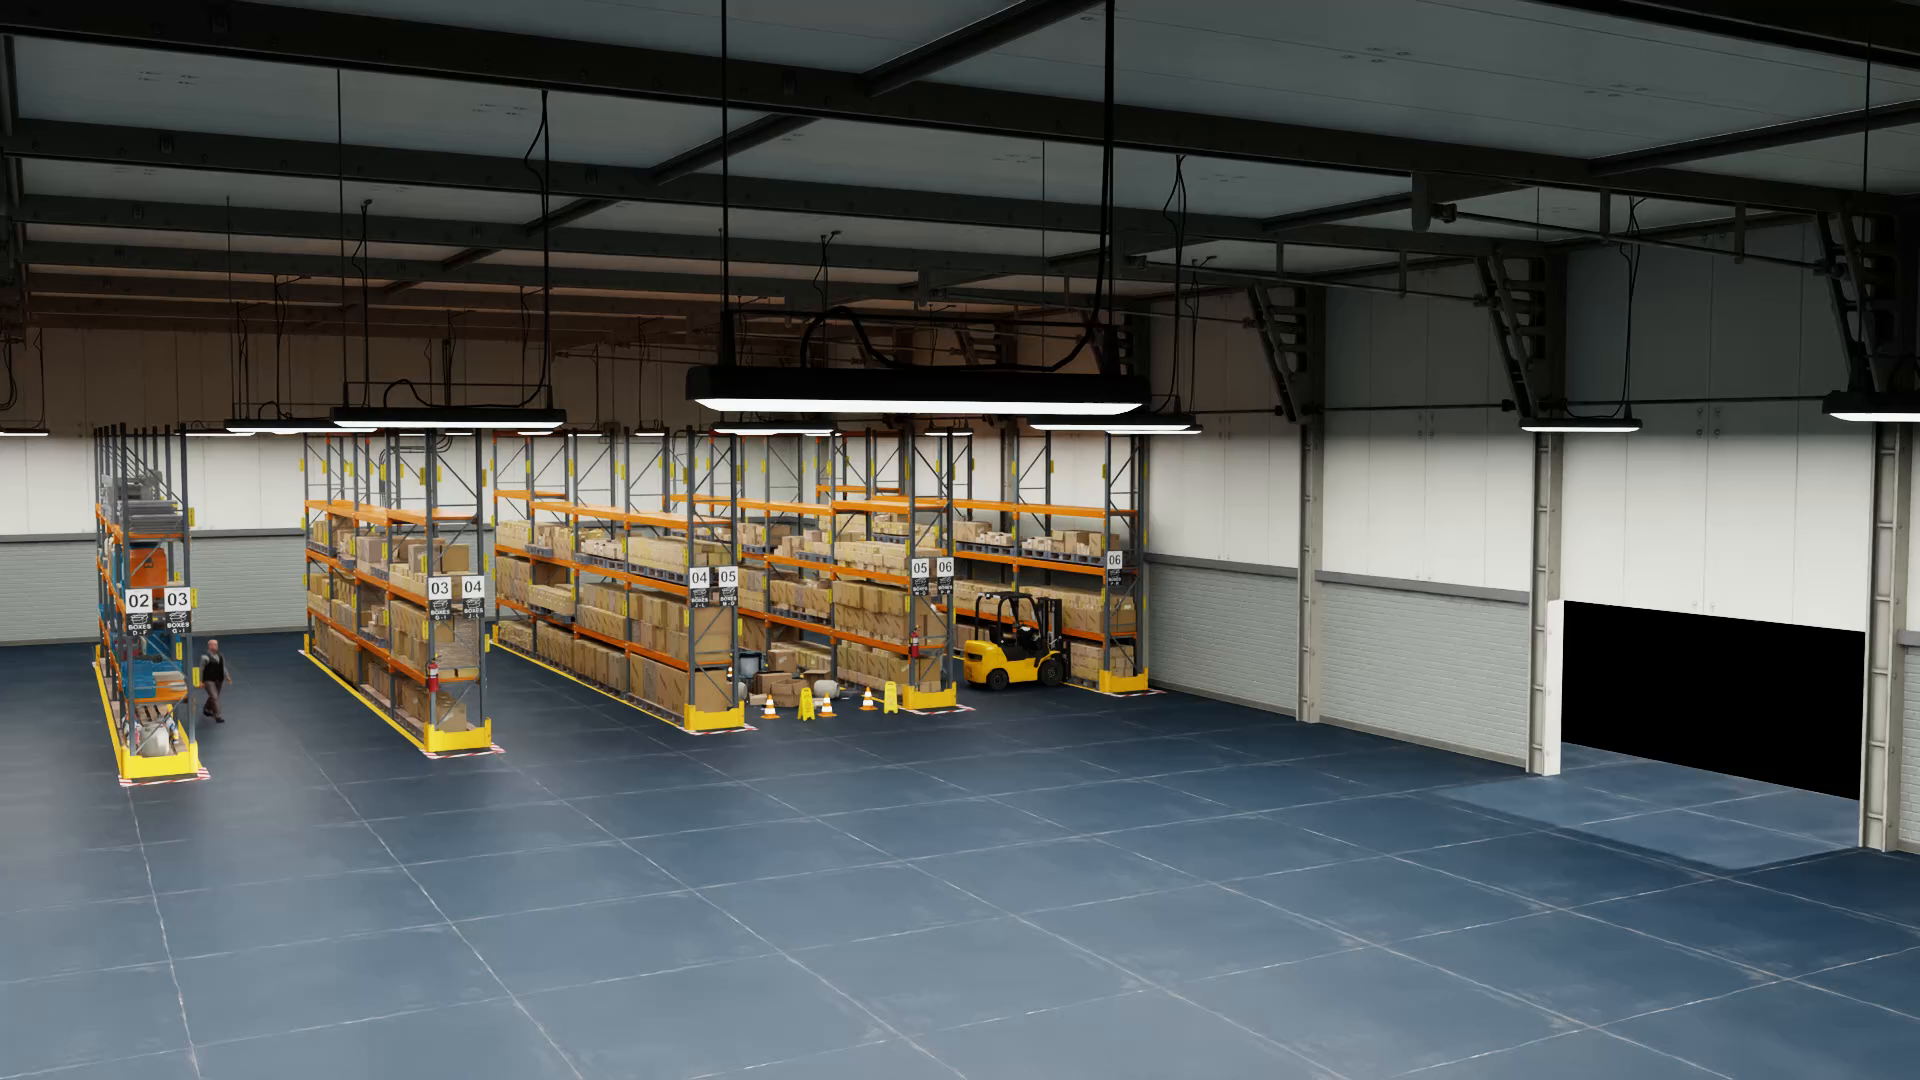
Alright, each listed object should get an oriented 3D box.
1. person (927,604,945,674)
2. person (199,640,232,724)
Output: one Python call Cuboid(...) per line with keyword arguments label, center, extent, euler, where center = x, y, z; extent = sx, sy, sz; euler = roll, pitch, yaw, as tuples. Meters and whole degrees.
Cuboid(label="person", center=(-0.653, 2.409, 39.997), extent=(0.572, 1.762, 0.467), euler=(-1, 4, -12))
Cuboid(label="person", center=(-15.088, 2.840, 33.599), extent=(1.082, 1.671, 0.605), euler=(3, 4, 36))
